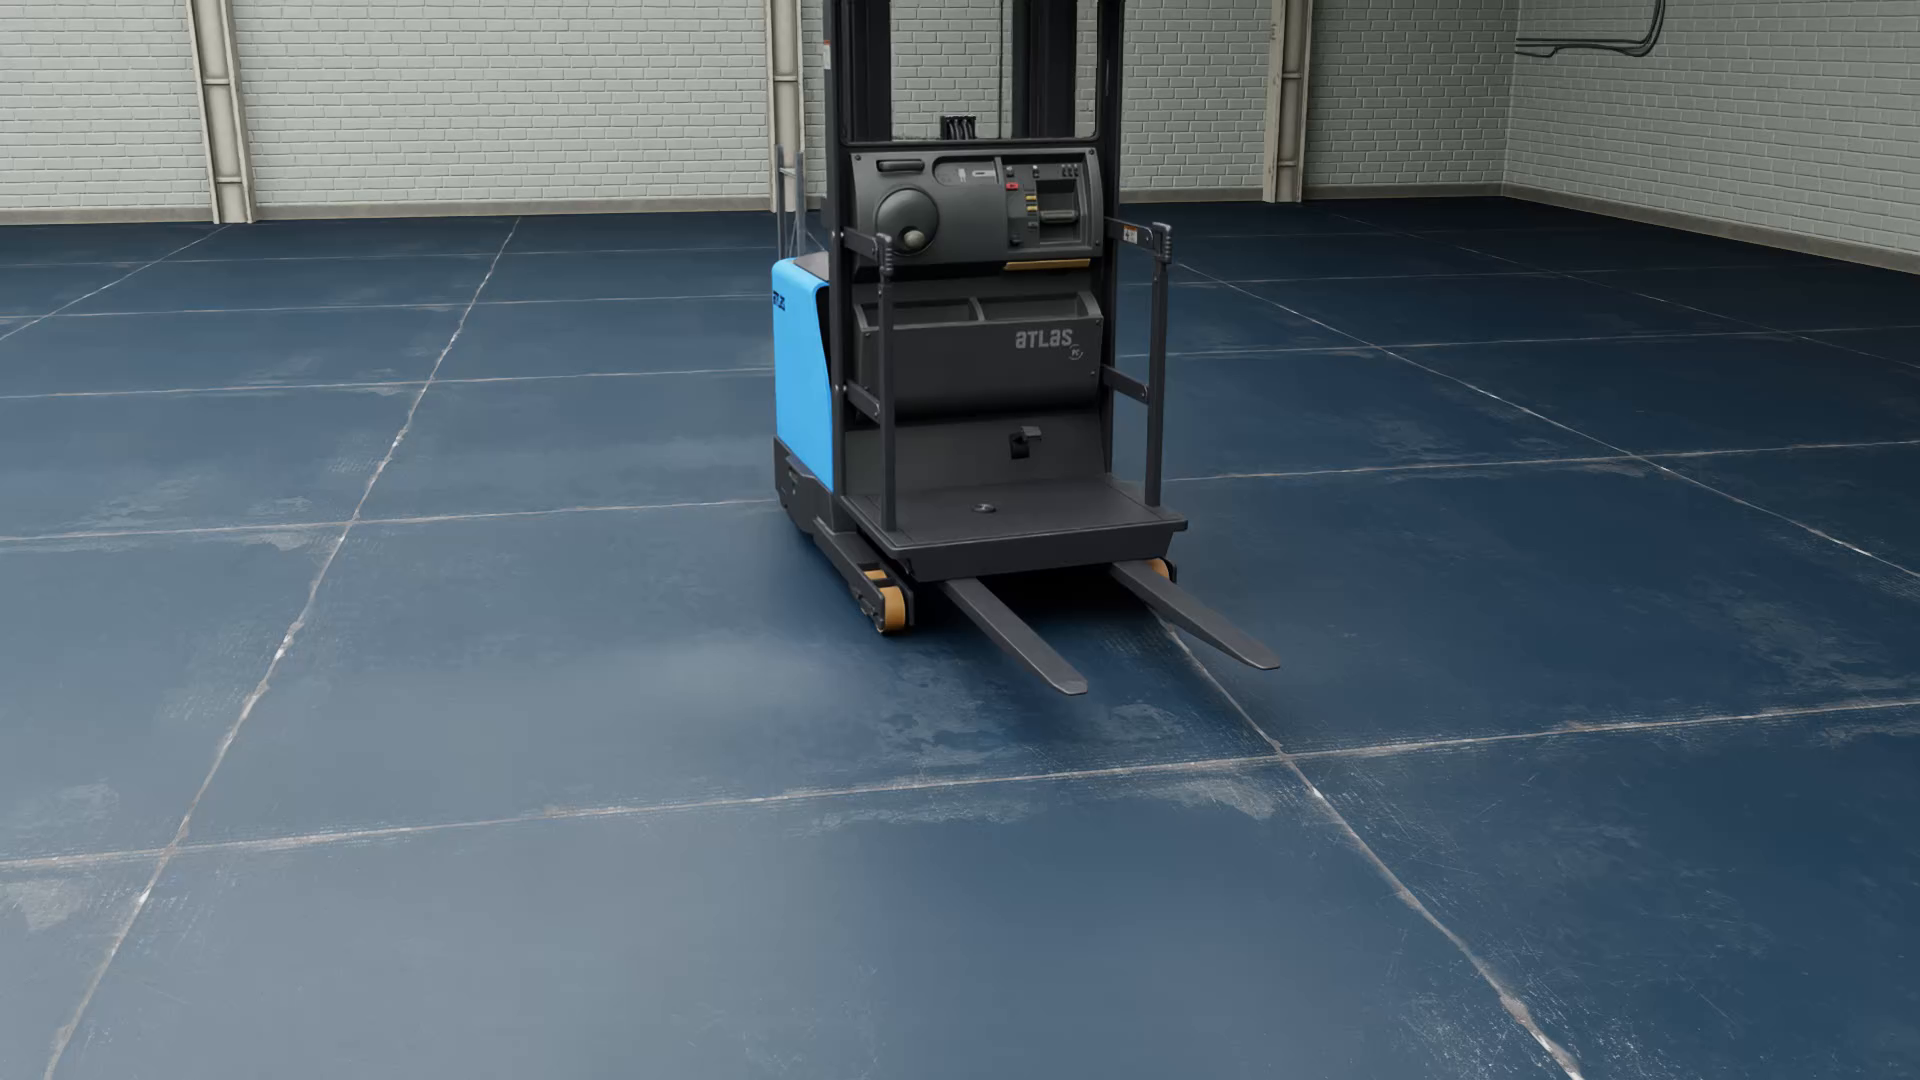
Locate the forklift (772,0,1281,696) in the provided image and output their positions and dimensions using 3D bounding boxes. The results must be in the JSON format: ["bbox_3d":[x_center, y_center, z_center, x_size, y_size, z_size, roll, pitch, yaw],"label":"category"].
[{"bbox_3d":[0.139,-1.210,5.758,1.130,2.935,3.031,-6,18,-18],"label":"forklift"}]

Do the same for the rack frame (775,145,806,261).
[{"bbox_3d":[-0.748,-0.991,7.484,0.032,1.500,0.500,-5,18,-16],"label":"rack frame"}]

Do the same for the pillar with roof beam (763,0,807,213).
[{"bbox_3d":[-1.158,-6.854,13.801,0.400,9.000,9.100,-3,17,-10],"label":"pillar with roof beam"}]

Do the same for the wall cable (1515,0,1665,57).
[{"bbox_3d":[7.059,-6.728,18.679,0.112,2.526,3.097,-3,17,-10],"label":"wall cable"}]

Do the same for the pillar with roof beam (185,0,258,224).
[{"bbox_3d":[-7.049,-6.520,12.713,0.400,9.000,9.100,-3,17,-10],"label":"pillar with roof beam"}]

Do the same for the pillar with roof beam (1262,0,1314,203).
[{"bbox_3d":[4.733,-7.188,14.889,0.400,9.000,9.100,-3,17,-10],"label":"pillar with roof beam"}]

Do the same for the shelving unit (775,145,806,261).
[{"bbox_3d":[-0.260,-1.033,7.621,1.048,1.500,0.538,-5,18,-16],"label":"shelving unit"}]
